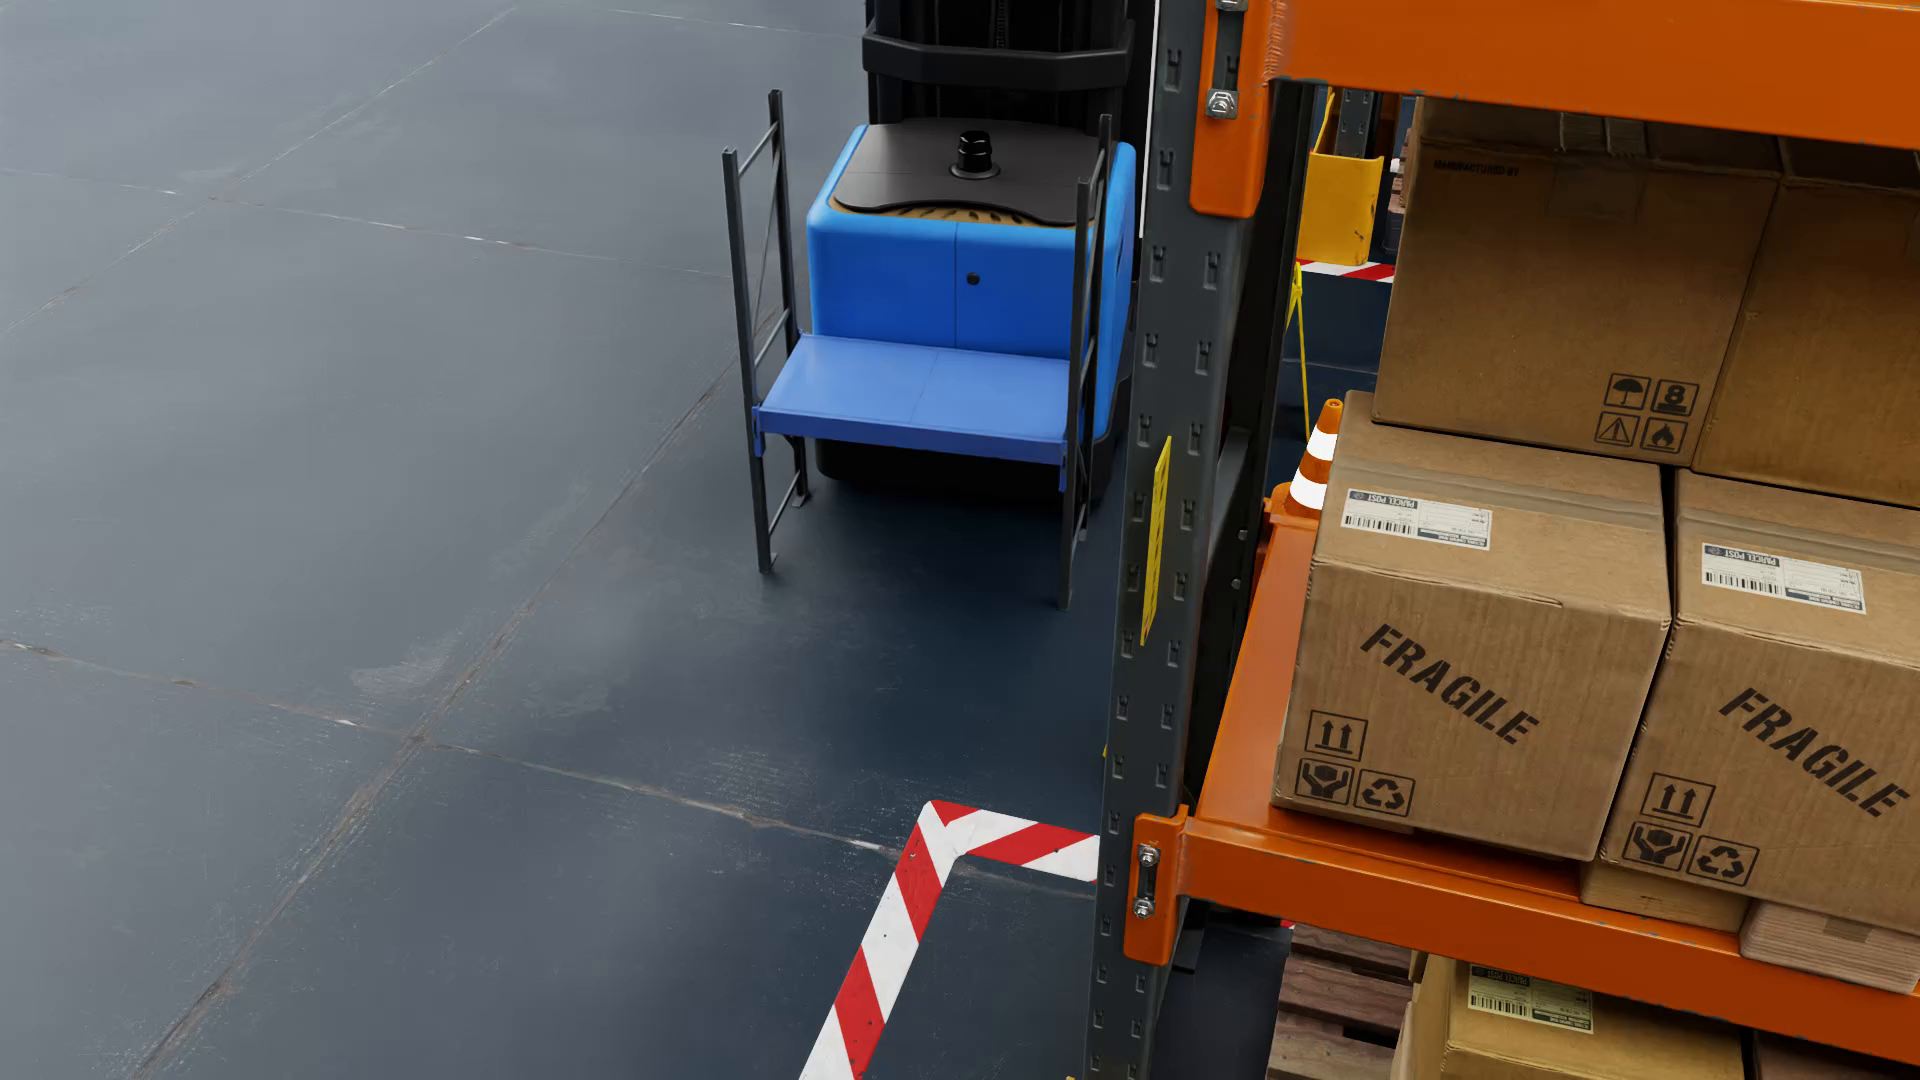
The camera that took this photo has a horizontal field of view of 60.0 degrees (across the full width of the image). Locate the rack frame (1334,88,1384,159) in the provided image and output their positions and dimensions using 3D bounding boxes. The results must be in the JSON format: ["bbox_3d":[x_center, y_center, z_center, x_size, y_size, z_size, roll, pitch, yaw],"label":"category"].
[{"bbox_3d":[1.834,-2.773,6.987,0.127,3.000,1.000,10,38,14],"label":"rack frame"}]

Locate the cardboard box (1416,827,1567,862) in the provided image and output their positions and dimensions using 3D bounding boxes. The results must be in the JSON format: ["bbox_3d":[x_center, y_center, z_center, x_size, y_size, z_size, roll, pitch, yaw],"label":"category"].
[{"bbox_3d":[0.962,0.361,2.942,0.250,0.149,0.380,11,38,15],"label":"cardboard box"}]

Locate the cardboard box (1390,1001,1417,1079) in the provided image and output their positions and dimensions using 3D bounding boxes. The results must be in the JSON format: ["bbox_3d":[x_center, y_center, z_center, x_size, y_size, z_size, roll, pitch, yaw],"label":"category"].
[{"bbox_3d":[1.142,1.283,3.442,0.500,0.250,0.500,10,38,14],"label":"cardboard box"}]

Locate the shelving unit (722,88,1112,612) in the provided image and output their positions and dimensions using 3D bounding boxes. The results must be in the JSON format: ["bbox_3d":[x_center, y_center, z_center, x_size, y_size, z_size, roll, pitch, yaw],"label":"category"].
[{"bbox_3d":[-0.113,-0.575,5.266,1.048,1.500,0.538,7,37,9],"label":"shelving unit"}]

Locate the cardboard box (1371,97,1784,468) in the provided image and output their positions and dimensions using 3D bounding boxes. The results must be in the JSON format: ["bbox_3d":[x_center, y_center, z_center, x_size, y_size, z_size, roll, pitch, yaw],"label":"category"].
[{"bbox_3d":[1.007,-0.550,2.788,0.500,0.500,0.700,10,37,13],"label":"cardboard box"}]

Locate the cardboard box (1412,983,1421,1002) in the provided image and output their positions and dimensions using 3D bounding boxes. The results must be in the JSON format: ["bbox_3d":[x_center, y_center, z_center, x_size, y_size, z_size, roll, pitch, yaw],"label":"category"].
[{"bbox_3d":[1.329,0.979,3.855,0.500,0.250,0.500,10,38,14],"label":"cardboard box"}]

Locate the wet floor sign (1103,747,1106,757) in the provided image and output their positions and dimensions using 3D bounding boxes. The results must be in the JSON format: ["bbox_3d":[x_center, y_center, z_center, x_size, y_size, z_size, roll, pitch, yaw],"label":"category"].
[{"bbox_3d":[0.592,0.355,4.724,0.232,0.644,0.267,24,43,29],"label":"wet floor sign"}]

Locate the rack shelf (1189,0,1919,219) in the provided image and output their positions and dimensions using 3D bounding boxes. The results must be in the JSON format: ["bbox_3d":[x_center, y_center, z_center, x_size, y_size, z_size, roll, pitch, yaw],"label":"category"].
[{"bbox_3d":[2.363,-0.519,2.001,4.000,0.370,1.077,10,38,14],"label":"rack shelf"}]

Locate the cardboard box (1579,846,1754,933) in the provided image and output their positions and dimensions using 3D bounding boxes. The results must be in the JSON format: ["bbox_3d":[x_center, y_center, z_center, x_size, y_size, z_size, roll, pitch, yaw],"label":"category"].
[{"bbox_3d":[1.191,0.453,2.815,0.250,0.149,0.380,9,37,12],"label":"cardboard box"}]

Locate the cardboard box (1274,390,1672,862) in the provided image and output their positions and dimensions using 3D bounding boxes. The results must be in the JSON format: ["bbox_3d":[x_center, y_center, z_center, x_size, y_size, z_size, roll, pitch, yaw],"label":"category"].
[{"bbox_3d":[0.824,0.126,2.713,0.500,0.500,0.500,10,38,13],"label":"cardboard box"}]

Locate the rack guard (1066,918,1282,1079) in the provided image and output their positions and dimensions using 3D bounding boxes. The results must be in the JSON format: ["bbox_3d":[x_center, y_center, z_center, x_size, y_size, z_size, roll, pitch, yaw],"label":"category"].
[{"bbox_3d":[0.527,1.066,3.880,0.348,0.500,1.175,10,38,14],"label":"rack guard"}]

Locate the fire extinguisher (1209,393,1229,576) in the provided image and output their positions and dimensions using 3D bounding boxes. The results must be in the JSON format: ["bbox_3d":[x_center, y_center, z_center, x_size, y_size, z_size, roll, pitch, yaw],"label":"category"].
[{"bbox_3d":[0.483,-0.204,3.562,0.183,0.674,0.296,10,38,14],"label":"fire extinguisher"}]

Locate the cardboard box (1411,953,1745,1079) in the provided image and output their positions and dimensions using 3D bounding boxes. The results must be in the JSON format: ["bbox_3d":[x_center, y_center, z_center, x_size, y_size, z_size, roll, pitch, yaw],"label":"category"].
[{"bbox_3d":[1.165,0.985,3.214,0.500,0.500,0.500,9,37,12],"label":"cardboard box"}]

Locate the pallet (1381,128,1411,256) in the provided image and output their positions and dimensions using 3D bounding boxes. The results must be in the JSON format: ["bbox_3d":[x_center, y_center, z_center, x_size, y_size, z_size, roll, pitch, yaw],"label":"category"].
[{"bbox_3d":[2.620,-1.553,7.682,1.213,0.211,1.003,10,38,14],"label":"pallet"}]

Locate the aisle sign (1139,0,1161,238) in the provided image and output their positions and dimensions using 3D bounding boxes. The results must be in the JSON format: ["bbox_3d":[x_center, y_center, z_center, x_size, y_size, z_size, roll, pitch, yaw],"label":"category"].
[{"bbox_3d":[0.303,-0.837,2.163,0.004,0.787,0.394,10,38,14],"label":"aisle sign"}]

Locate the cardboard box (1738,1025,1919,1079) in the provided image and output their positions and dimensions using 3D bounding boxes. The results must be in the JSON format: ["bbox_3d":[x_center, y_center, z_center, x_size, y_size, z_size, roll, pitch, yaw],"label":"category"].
[{"bbox_3d":[1.665,1.075,3.092,0.500,0.500,0.500,9,37,12],"label":"cardboard box"}]

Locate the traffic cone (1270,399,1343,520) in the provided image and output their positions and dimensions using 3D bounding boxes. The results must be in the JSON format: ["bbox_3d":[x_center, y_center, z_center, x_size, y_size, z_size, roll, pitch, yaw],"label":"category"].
[{"bbox_3d":[1.256,-0.275,5.733,0.334,0.463,0.336,10,38,14],"label":"traffic cone"}]

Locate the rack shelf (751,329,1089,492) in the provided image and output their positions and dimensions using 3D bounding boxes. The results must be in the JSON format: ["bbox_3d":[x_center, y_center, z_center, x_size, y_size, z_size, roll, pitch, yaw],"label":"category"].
[{"bbox_3d":[-0.113,-0.430,5.372,1.000,0.185,0.538,7,37,9],"label":"rack shelf"}]

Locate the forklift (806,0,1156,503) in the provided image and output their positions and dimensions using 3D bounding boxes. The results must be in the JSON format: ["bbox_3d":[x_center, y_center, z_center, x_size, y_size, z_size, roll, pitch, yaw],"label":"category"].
[{"bbox_3d":[0.235,-2.180,6.239,1.130,2.935,3.031,6,37,8],"label":"forklift"}]

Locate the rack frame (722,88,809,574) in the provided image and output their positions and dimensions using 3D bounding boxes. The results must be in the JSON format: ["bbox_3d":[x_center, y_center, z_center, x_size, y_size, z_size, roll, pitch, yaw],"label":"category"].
[{"bbox_3d":[-0.611,-0.635,5.347,0.032,1.500,0.500,7,37,9],"label":"rack frame"}]

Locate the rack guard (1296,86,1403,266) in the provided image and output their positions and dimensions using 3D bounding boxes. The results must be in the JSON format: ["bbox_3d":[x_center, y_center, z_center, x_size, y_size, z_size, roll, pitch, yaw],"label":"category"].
[{"bbox_3d":[1.811,-1.770,7.734,0.348,0.500,1.175,10,38,14],"label":"rack guard"}]

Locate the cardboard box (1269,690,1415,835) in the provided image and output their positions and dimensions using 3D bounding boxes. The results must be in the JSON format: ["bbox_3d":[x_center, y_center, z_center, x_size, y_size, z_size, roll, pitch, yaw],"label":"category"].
[{"bbox_3d":[0.717,0.324,2.991,0.250,0.149,0.380,11,38,14],"label":"cardboard box"}]

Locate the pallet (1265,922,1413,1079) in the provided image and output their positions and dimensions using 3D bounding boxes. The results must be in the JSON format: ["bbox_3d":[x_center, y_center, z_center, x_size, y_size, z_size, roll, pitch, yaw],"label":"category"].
[{"bbox_3d":[1.292,1.346,3.744,1.213,0.211,1.003,10,38,14],"label":"pallet"}]

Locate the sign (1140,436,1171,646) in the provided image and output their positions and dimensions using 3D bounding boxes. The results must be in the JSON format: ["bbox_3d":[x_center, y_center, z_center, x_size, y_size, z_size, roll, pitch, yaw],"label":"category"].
[{"bbox_3d":[0.293,0.004,2.484,0.005,0.325,0.100,10,38,14],"label":"sign"}]

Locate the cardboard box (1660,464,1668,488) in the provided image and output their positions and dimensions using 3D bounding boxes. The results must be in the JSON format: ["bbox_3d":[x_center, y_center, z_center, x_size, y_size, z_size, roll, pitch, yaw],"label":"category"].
[{"bbox_3d":[1.055,-0.174,3.121,0.500,0.500,0.500,10,37,13],"label":"cardboard box"}]

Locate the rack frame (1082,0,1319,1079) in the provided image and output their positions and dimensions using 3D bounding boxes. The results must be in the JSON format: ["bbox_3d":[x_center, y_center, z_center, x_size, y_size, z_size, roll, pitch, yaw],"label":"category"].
[{"bbox_3d":[0.454,0.046,3.157,0.127,3.000,1.000,10,38,14],"label":"rack frame"}]

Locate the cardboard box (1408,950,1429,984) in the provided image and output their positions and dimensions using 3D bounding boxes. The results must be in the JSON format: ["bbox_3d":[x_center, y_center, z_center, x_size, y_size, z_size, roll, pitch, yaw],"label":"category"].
[{"bbox_3d":[1.297,0.676,3.634,0.500,0.500,0.500,11,38,14],"label":"cardboard box"}]

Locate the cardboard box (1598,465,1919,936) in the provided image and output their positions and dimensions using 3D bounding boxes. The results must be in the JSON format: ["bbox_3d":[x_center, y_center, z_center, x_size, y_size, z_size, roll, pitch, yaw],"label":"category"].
[{"bbox_3d":[1.319,0.216,2.591,0.500,0.500,0.500,12,38,15],"label":"cardboard box"}]

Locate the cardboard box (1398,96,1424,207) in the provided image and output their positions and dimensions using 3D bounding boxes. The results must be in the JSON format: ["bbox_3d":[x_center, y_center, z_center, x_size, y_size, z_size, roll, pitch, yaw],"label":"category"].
[{"bbox_3d":[2.501,-2.004,7.380,0.875,0.875,0.875,11,38,14],"label":"cardboard box"}]

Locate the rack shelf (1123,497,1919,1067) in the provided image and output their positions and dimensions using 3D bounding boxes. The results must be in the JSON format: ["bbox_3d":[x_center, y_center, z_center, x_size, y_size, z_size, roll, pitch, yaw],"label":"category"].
[{"bbox_3d":[2.363,0.689,2.890,4.000,0.370,1.077,10,38,14],"label":"rack shelf"}]

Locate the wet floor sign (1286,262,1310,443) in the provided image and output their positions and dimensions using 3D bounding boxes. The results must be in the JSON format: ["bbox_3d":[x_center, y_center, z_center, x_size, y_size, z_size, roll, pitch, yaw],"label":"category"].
[{"bbox_3d":[1.216,-0.710,6.170,0.232,0.644,0.267,4,37,6],"label":"wet floor sign"}]

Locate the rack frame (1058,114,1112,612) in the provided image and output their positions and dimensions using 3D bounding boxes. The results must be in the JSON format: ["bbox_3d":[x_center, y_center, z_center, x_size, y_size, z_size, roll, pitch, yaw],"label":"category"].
[{"bbox_3d":[0.386,-0.515,5.184,0.032,1.500,0.500,7,37,9],"label":"rack frame"}]

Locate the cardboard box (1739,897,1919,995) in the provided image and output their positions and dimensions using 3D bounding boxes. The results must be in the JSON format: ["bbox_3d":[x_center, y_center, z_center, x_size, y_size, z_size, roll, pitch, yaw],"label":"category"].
[{"bbox_3d":[1.420,0.524,2.719,0.250,0.149,0.380,11,38,15],"label":"cardboard box"}]

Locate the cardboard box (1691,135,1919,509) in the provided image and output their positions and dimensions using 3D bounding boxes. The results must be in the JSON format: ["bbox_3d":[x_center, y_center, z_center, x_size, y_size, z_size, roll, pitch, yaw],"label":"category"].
[{"bbox_3d":[1.488,-0.457,2.661,0.500,0.500,0.700,11,38,14],"label":"cardboard box"}]
